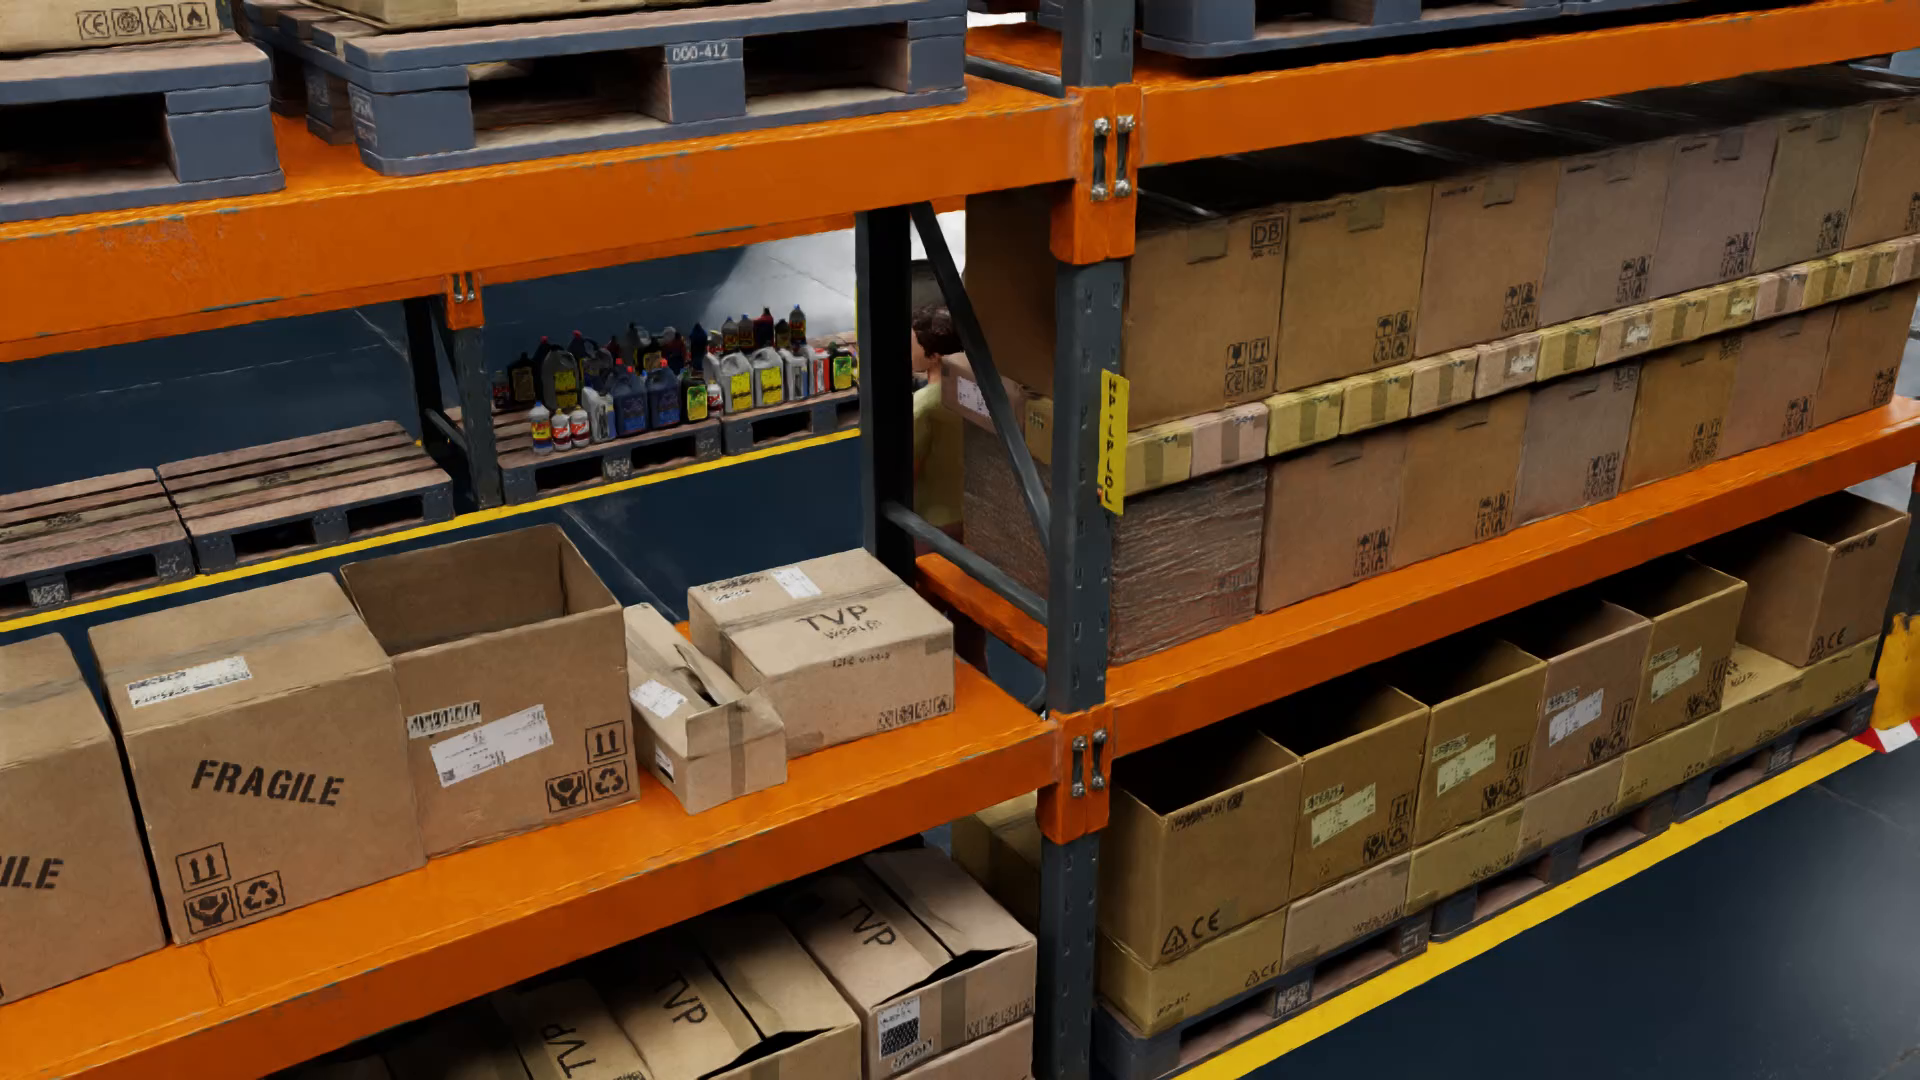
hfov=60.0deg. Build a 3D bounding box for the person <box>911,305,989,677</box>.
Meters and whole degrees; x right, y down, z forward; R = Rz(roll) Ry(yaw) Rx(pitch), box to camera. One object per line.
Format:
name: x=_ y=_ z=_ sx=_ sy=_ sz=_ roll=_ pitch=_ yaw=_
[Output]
person: x=-0.103 y=-0.065 z=6.247 sx=0.484 sy=1.708 sz=0.362 roll=-23 pitch=33 yaw=-39
